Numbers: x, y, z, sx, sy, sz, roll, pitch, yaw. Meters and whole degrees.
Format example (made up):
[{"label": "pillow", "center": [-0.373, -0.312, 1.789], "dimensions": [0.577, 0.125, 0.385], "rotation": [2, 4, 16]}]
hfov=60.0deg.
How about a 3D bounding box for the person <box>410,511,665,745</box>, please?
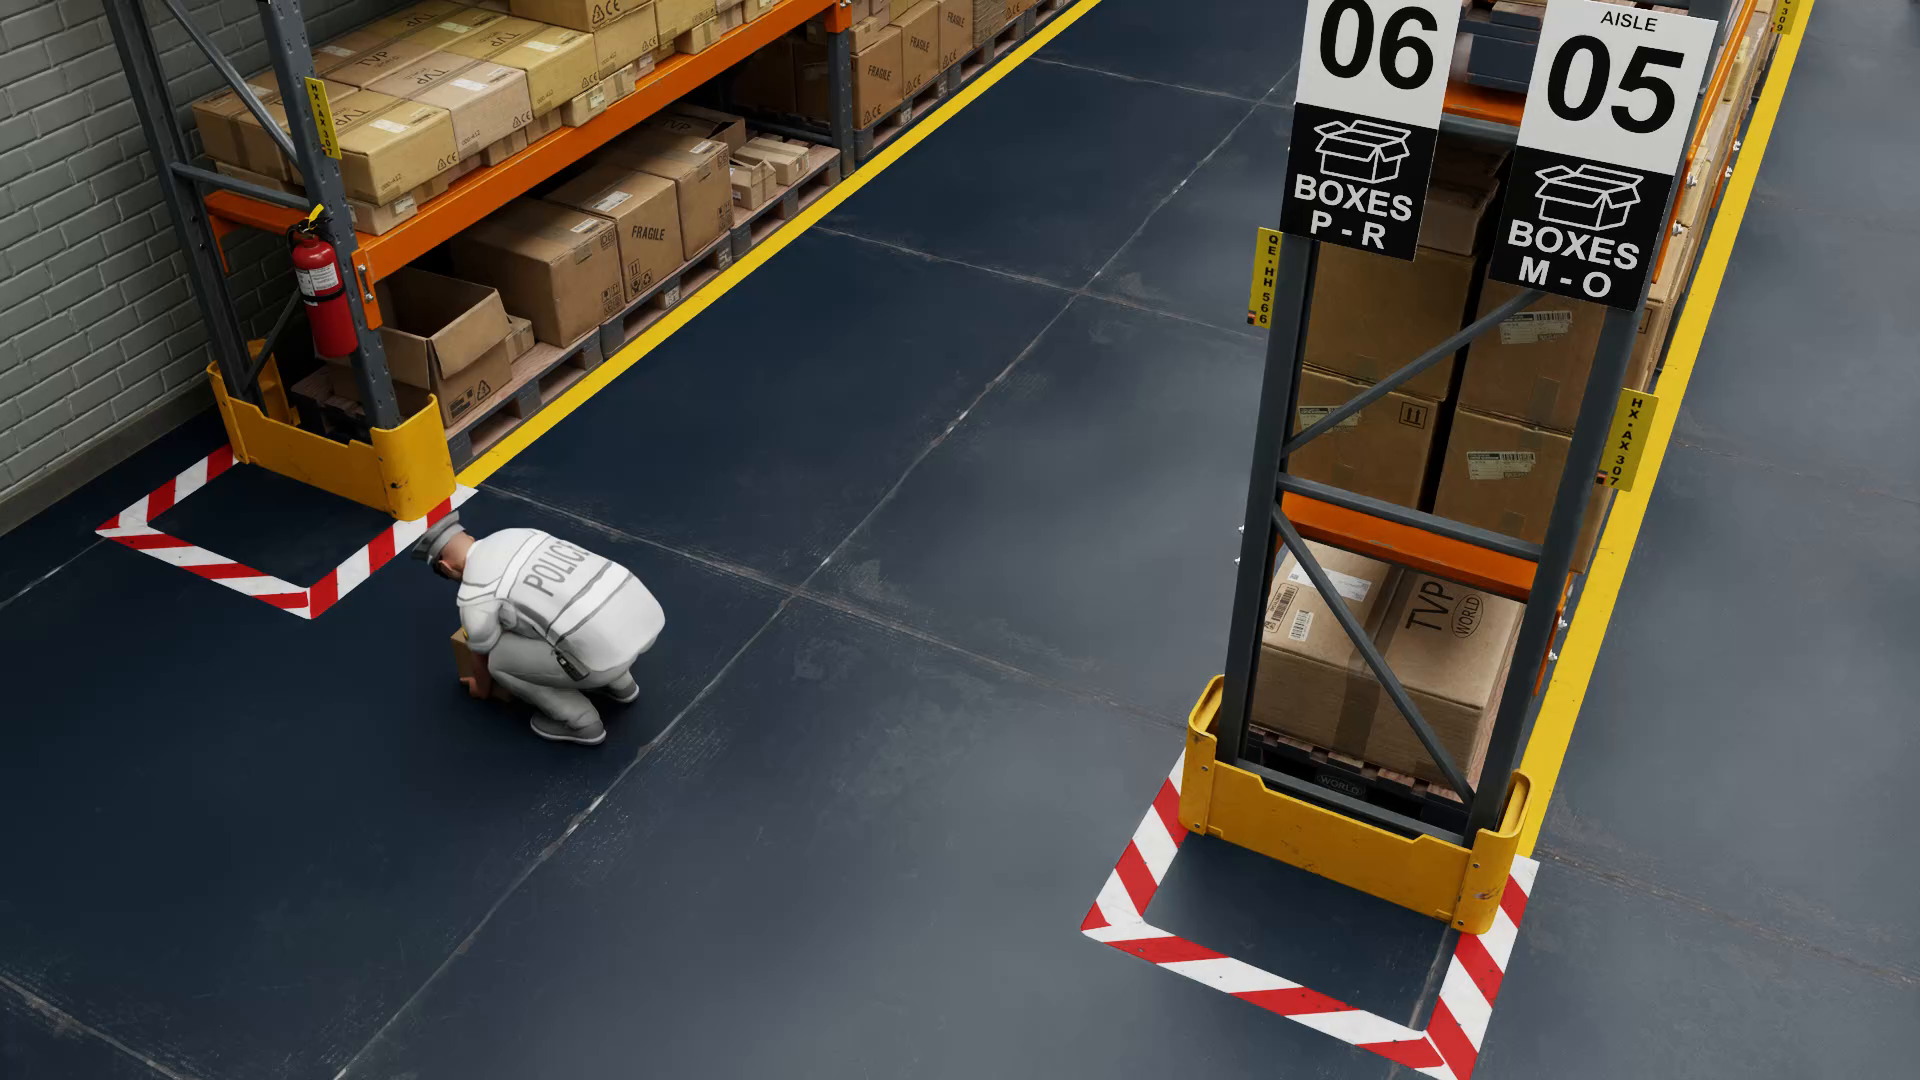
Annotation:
[{"label": "person", "center": [-1.640, 0.342, 6.515], "dimensions": [1.000, 0.877, 0.529], "rotation": [17, 41, 21]}]
